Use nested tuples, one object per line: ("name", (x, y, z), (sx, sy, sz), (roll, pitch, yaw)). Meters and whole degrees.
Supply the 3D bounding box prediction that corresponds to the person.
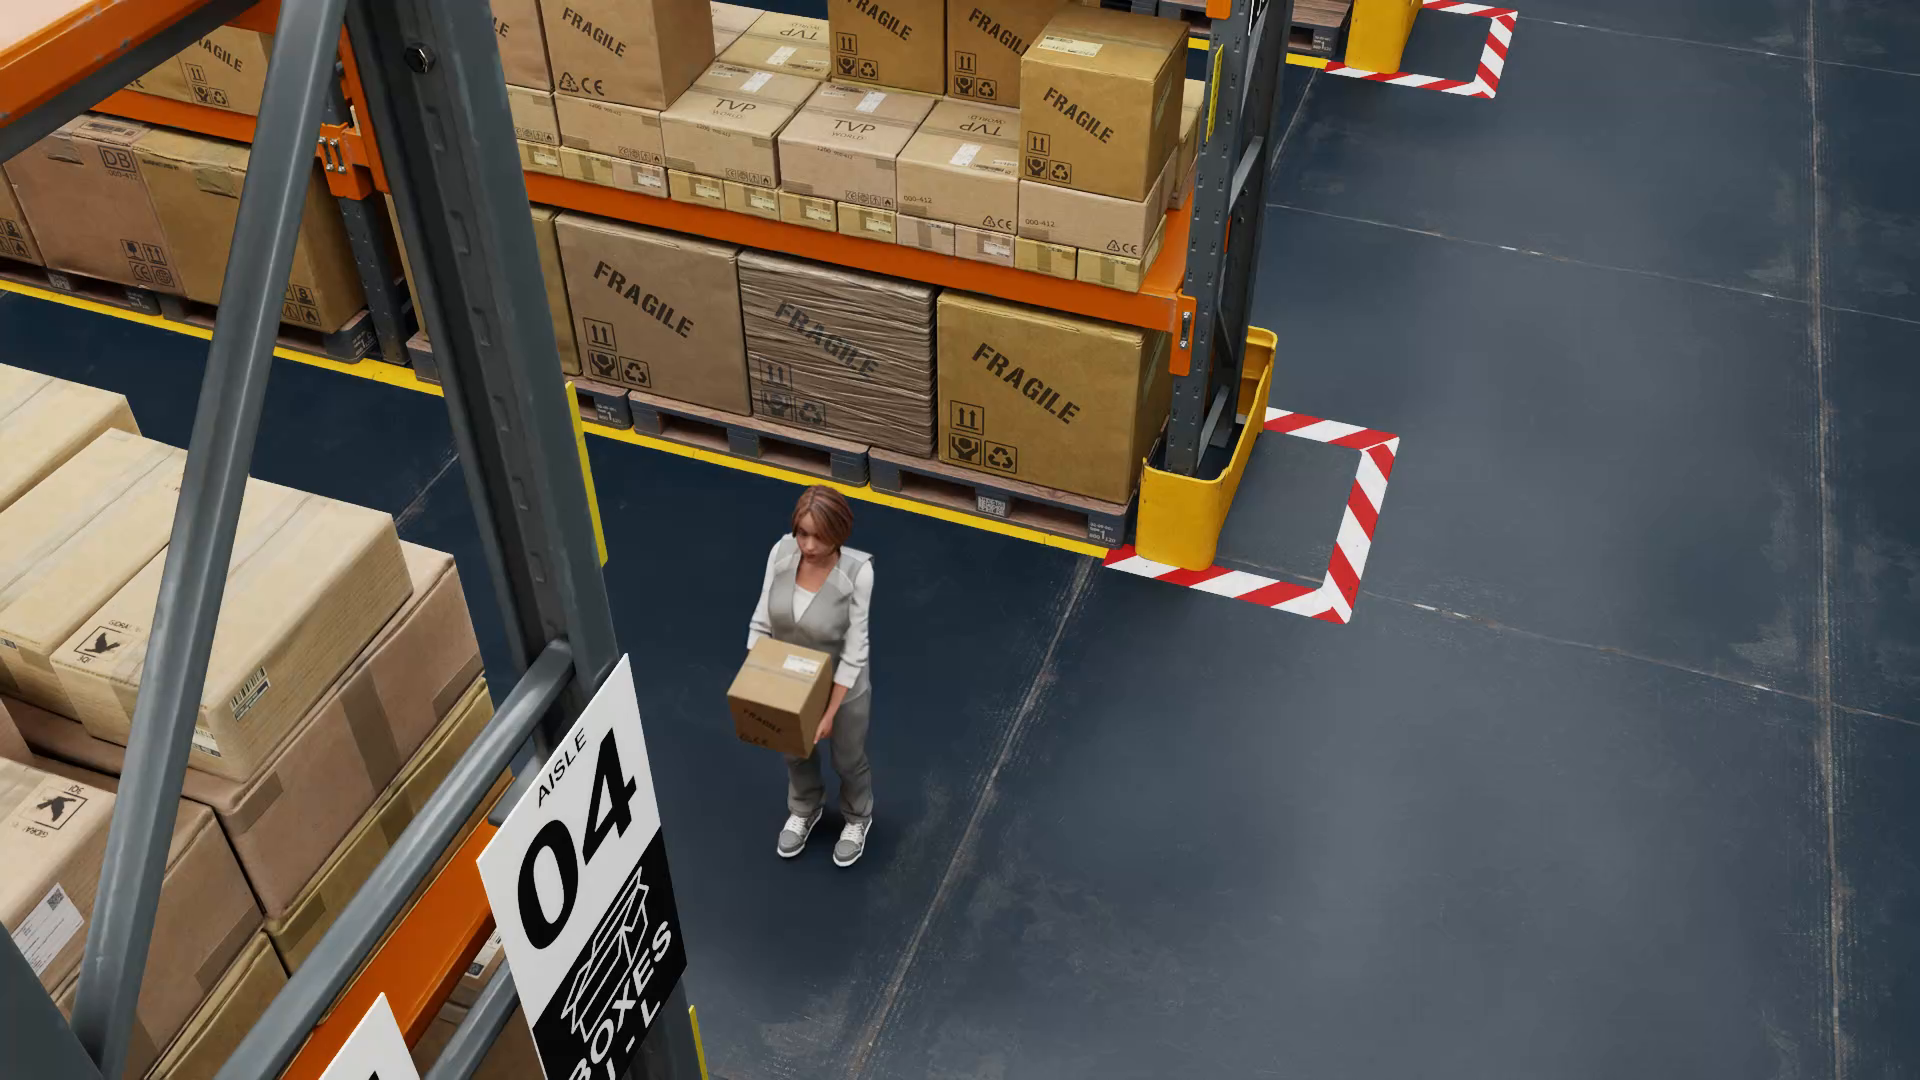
("person", (-0.480, 0.583, 5.707), (0.408, 1.345, 0.356), (14, 44, 15))
